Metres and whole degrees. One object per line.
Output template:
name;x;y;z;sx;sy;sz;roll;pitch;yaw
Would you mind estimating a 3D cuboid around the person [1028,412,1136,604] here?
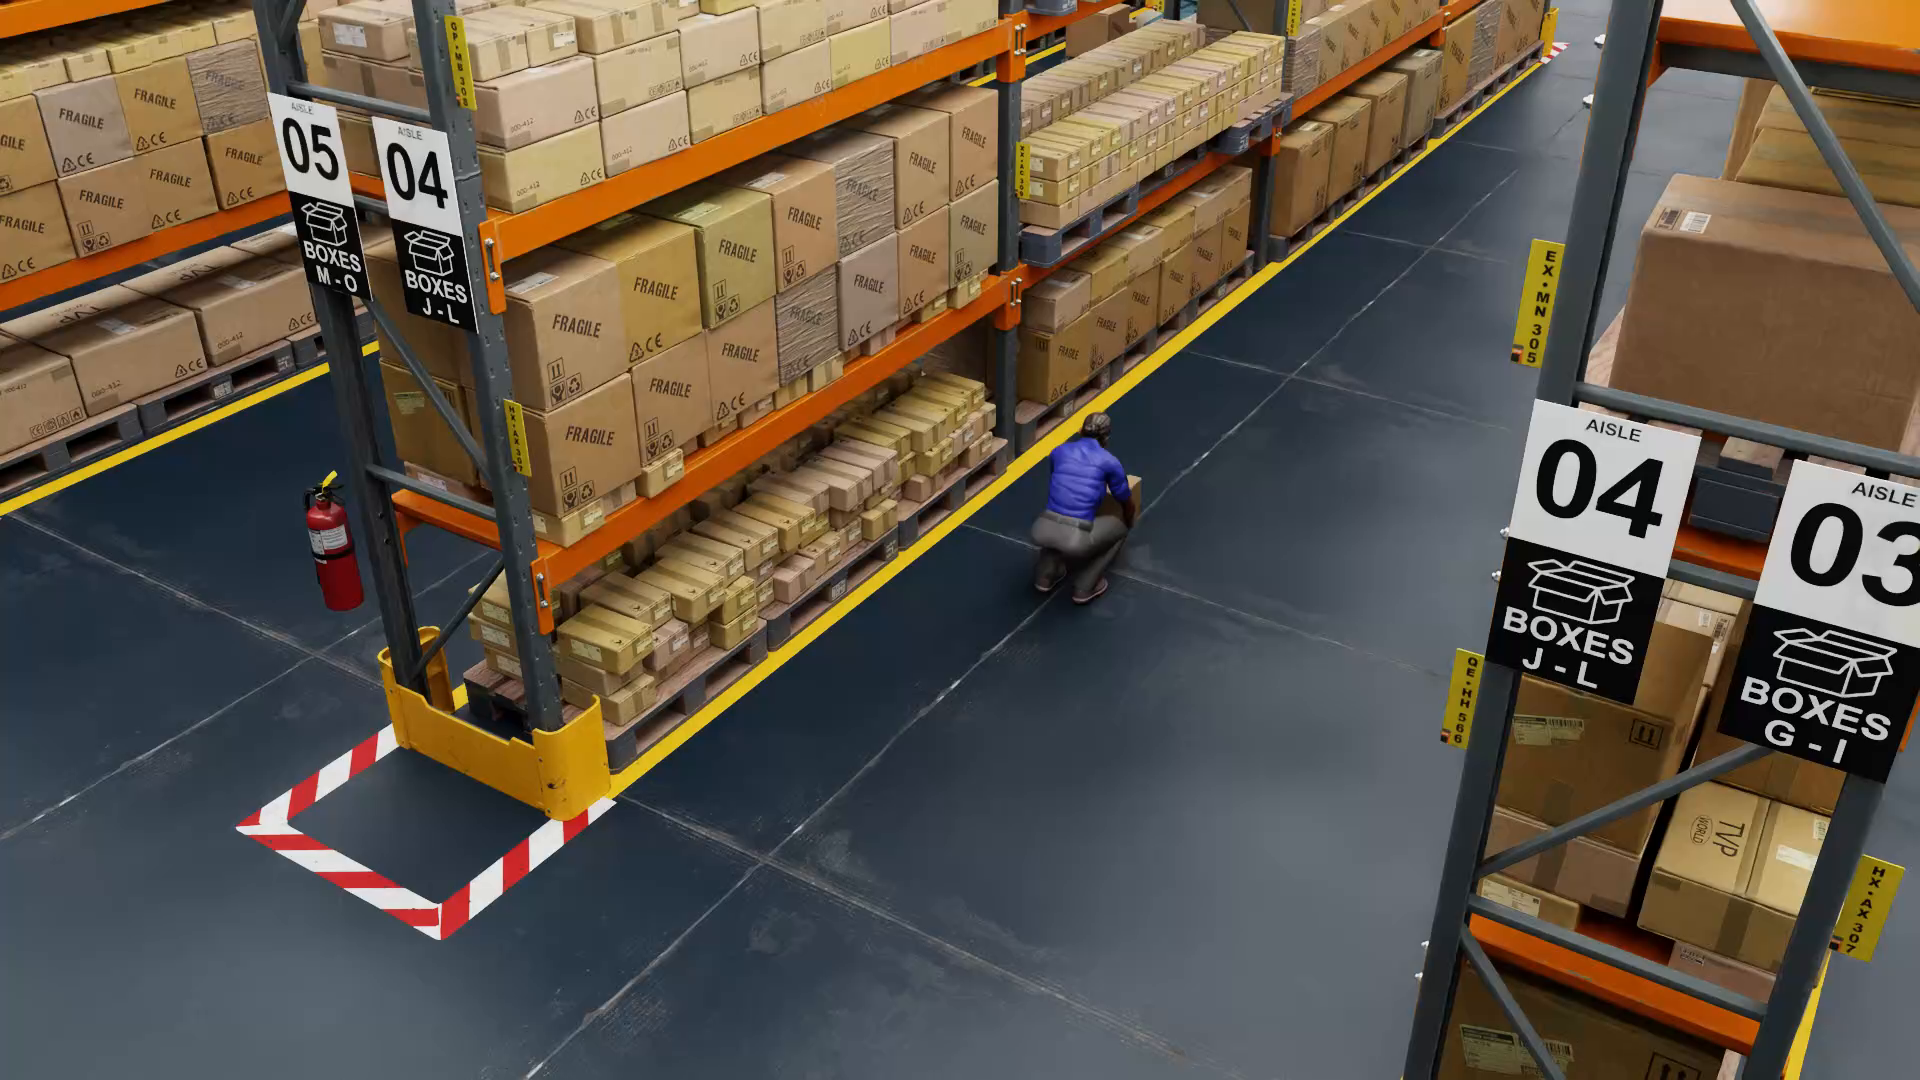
person;0.677;-0.190;9.243;0.501;0.918;0.826;17;35;27
